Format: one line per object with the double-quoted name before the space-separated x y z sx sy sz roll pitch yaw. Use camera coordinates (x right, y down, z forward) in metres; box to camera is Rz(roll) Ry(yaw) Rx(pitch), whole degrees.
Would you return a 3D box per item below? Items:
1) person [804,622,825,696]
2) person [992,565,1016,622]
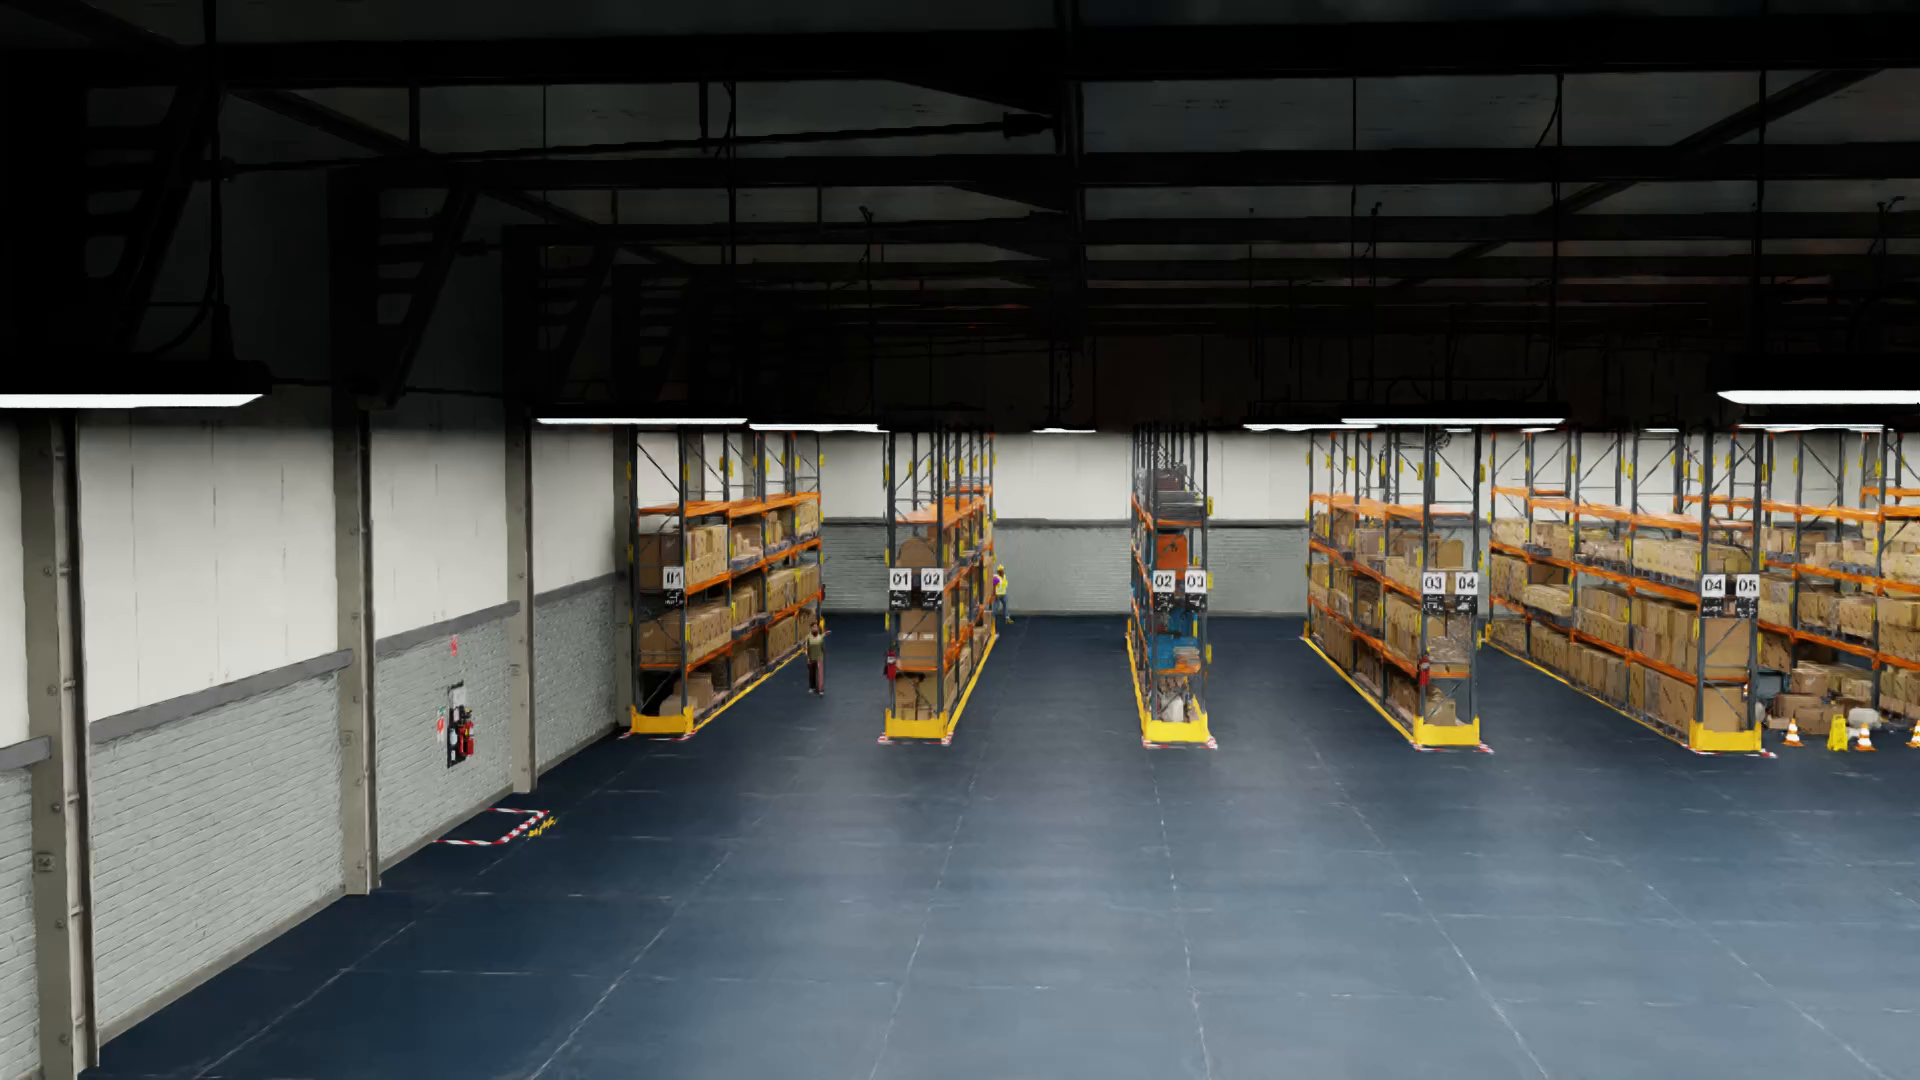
"person" -3.189 2.598 36.461 0.445 1.605 1.017 0 4 -4
"person" 1.260 1.638 50.500 0.568 1.755 0.743 3 5 43
